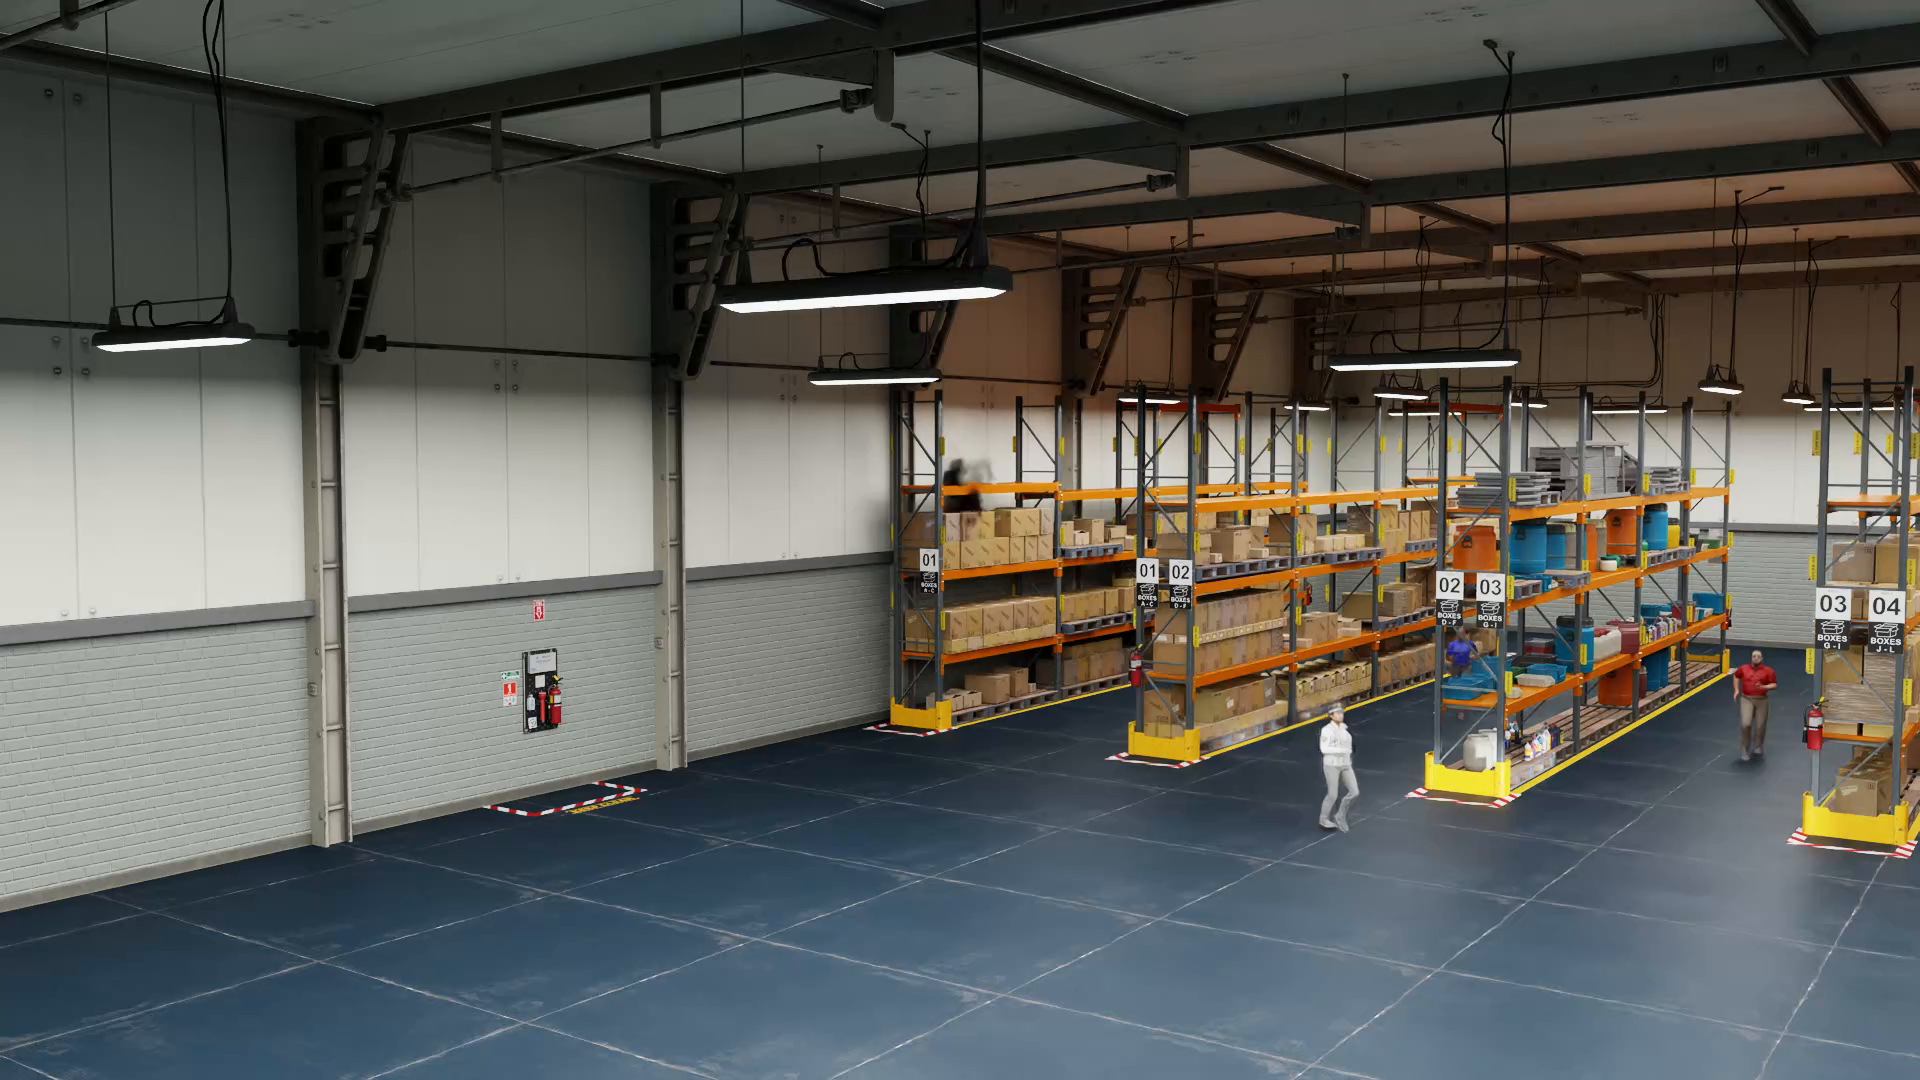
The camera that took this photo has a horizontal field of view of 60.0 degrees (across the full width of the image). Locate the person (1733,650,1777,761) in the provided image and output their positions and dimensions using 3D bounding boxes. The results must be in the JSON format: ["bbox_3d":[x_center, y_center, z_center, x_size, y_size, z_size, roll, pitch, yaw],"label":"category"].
[{"bbox_3d":[12.714,2.656,26.609,0.631,1.798,0.754,1,4,24],"label":"person"}]

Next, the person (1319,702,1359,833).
[{"bbox_3d":[4.924,2.954,21.543,0.594,1.706,0.638,-2,4,-29],"label":"person"}]

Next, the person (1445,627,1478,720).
[{"bbox_3d":[9.234,2.435,30.659,0.579,1.657,0.923,1,3,22],"label":"person"}]
